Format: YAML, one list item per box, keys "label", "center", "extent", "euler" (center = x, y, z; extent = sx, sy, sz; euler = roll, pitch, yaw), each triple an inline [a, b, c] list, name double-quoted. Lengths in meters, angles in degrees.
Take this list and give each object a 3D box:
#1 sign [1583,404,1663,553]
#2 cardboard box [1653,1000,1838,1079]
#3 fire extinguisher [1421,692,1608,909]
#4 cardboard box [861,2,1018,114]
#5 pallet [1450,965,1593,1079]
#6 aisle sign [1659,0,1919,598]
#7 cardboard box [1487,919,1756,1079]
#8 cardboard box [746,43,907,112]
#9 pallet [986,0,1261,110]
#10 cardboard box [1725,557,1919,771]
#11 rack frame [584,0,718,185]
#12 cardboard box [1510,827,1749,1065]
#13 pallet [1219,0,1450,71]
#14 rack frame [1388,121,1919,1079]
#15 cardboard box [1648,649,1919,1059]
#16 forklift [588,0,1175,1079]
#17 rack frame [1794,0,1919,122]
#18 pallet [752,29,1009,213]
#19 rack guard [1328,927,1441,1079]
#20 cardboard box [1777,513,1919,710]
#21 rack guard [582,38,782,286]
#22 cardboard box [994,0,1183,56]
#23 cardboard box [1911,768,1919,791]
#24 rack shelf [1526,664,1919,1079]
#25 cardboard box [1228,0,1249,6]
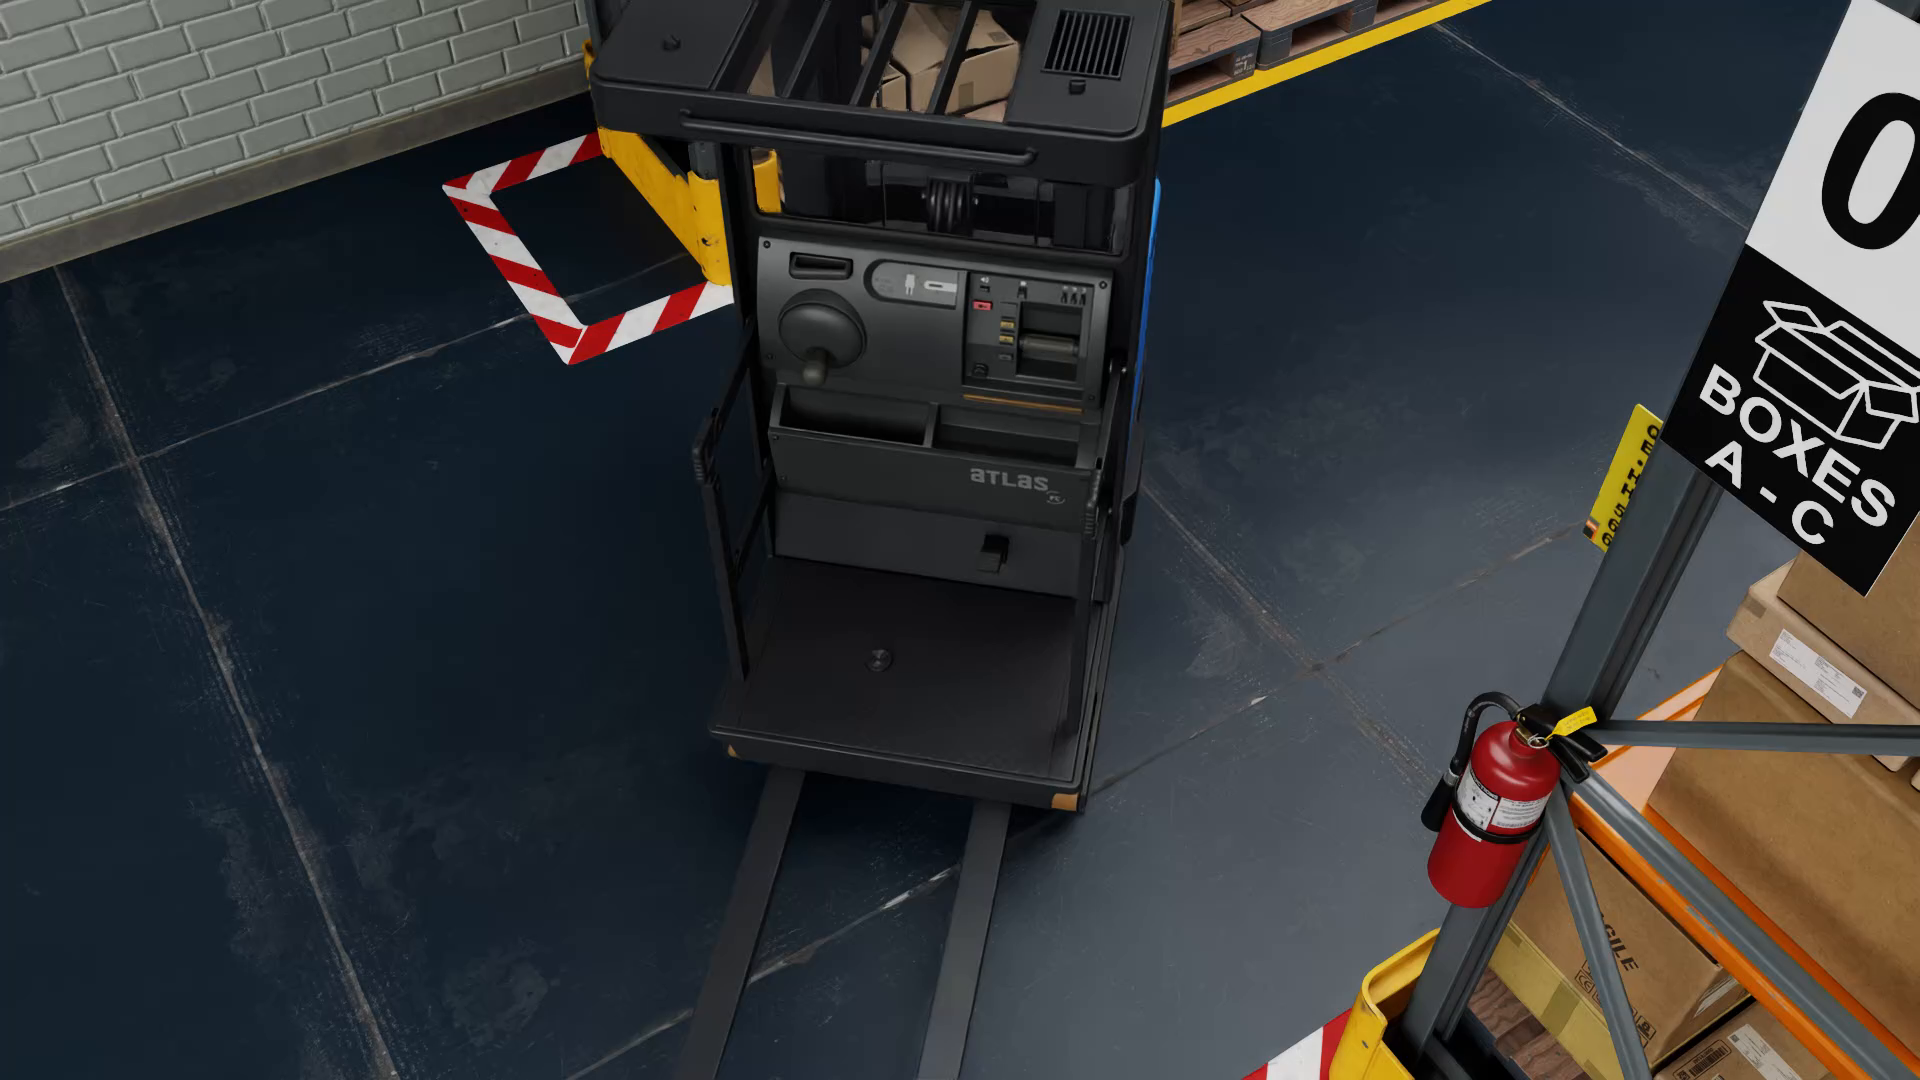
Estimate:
- label: "sign"
  center: [1.165, -0.090, 2.888]
  extent: [0.005, 0.325, 0.100]
  euler: [-25, 53, -21]
- label: "cardboard box"
  center: [2.015, 1.424, 4.034]
  extent: [0.500, 0.250, 0.500]
  euler: [-25, 53, -21]
- label: "fire extinguisher"
  center: [1.095, 0.501, 3.347]
  extent: [0.183, 0.674, 0.296]
  euler: [-25, 53, -21]
- label: "cardboard box"
  center: [-0.088, -2.103, 7.120]
  extent: [0.500, 0.311, 0.500]
  euler: [-21, 52, -18]
- label: "pallet"
  center: [2.067, 1.318, 4.435]
  extent: [1.213, 0.211, 1.003]
  euler: [-25, 53, -21]
- label: "aisle sign"
  center: [1.230, -0.302, 2.269]
  extent: [0.004, 0.787, 0.394]
  euler: [-25, 53, -21]
- label: "cardboard box"
  center: [1.739, 1.096, 4.325]
  extent: [0.500, 0.250, 0.500]
  euler: [-25, 53, -21]
- label: "cardboard box"
  center: [-0.571, -1.876, 6.918]
  extent: [0.500, 0.311, 0.500]
  euler: [-31, 55, -25]
- label: "pallet"
  center: [0.597, -2.293, 7.650]
  extent: [1.213, 0.211, 1.003]
  euler: [-25, 53, -21]
- label: "cardboard box"
  center: [1.664, 0.200, 3.062]
  extent: [0.250, 0.149, 0.380]
  euler: [-26, 53, -21]
- label: "rack frame"
  center: [-1.204, -2.405, 5.883]
  extent: [0.127, 3.000, 1.000]
  euler: [-25, 53, -21]
- label: "cardboard box"
  center: [1.737, 0.846, 4.046]
  extent: [0.500, 0.500, 0.500]
  euler: [-25, 53, -21]
- label: "pallet"
  center: [1.630, -2.782, 8.086]
  extent: [1.213, 0.211, 1.003]
  euler: [-25, 53, -21]
- label: "rack frame"
  center: [1.443, 0.722, 3.098]
  extent: [0.127, 3.000, 1.000]
  euler: [-25, 53, -21]
- label: "cardboard box"
  center: [1.844, 0.511, 3.220]
  extent: [0.500, 0.500, 0.700]
  euler: [-25, 53, -21]
- label: "forklift"
  center: [-0.112, -0.464, 4.201]
  extent: [1.130, 2.935, 3.031]
  euler: [8, 49, 7]
- label: "rack frame"
  center: [1.443, -1.273, 0.858]
  extent: [0.127, 3.000, 1.000]
  euler: [-25, 53, -21]
- label: "pallet"
  center: [-0.433, -1.810, 7.220]
  extent: [1.213, 0.211, 1.003]
  euler: [-25, 53, -21]
- label: "rack guard"
  center: [1.422, 1.563, 4.023]
  extent: [0.348, 0.500, 1.175]
  euler: [-25, 53, -21]
- label: "cardboard box"
  center: [1.889, 0.058, 2.754]
  extent: [0.500, 0.500, 0.700]
  euler: [-25, 53, -21]
- label: "rack guard"
  center: [-1.139, -1.604, 6.844]
  extent: [0.348, 0.500, 1.175]
  euler: [-25, 53, -21]
- label: "cardboard box"
  center: [0.559, -2.427, 7.282]
  extent: [0.500, 0.500, 0.700]
  euler: [-28, 54, -23]
- label: "cardboard box"
  center: [1.889, 0.453, 2.837]
  extent: [0.250, 0.149, 0.380]
  euler: [-26, 53, -21]
- label: "rack shelf"
  center: [3.134, 0.164, 4.077]
  extent: [4.000, 0.370, 1.077]
  euler: [-25, 53, -21]
- label: "cardboard box"
  center: [1.323, -2.875, 7.681]
  extent: [0.500, 0.500, 0.500]
  euler: [-29, 54, -23]
